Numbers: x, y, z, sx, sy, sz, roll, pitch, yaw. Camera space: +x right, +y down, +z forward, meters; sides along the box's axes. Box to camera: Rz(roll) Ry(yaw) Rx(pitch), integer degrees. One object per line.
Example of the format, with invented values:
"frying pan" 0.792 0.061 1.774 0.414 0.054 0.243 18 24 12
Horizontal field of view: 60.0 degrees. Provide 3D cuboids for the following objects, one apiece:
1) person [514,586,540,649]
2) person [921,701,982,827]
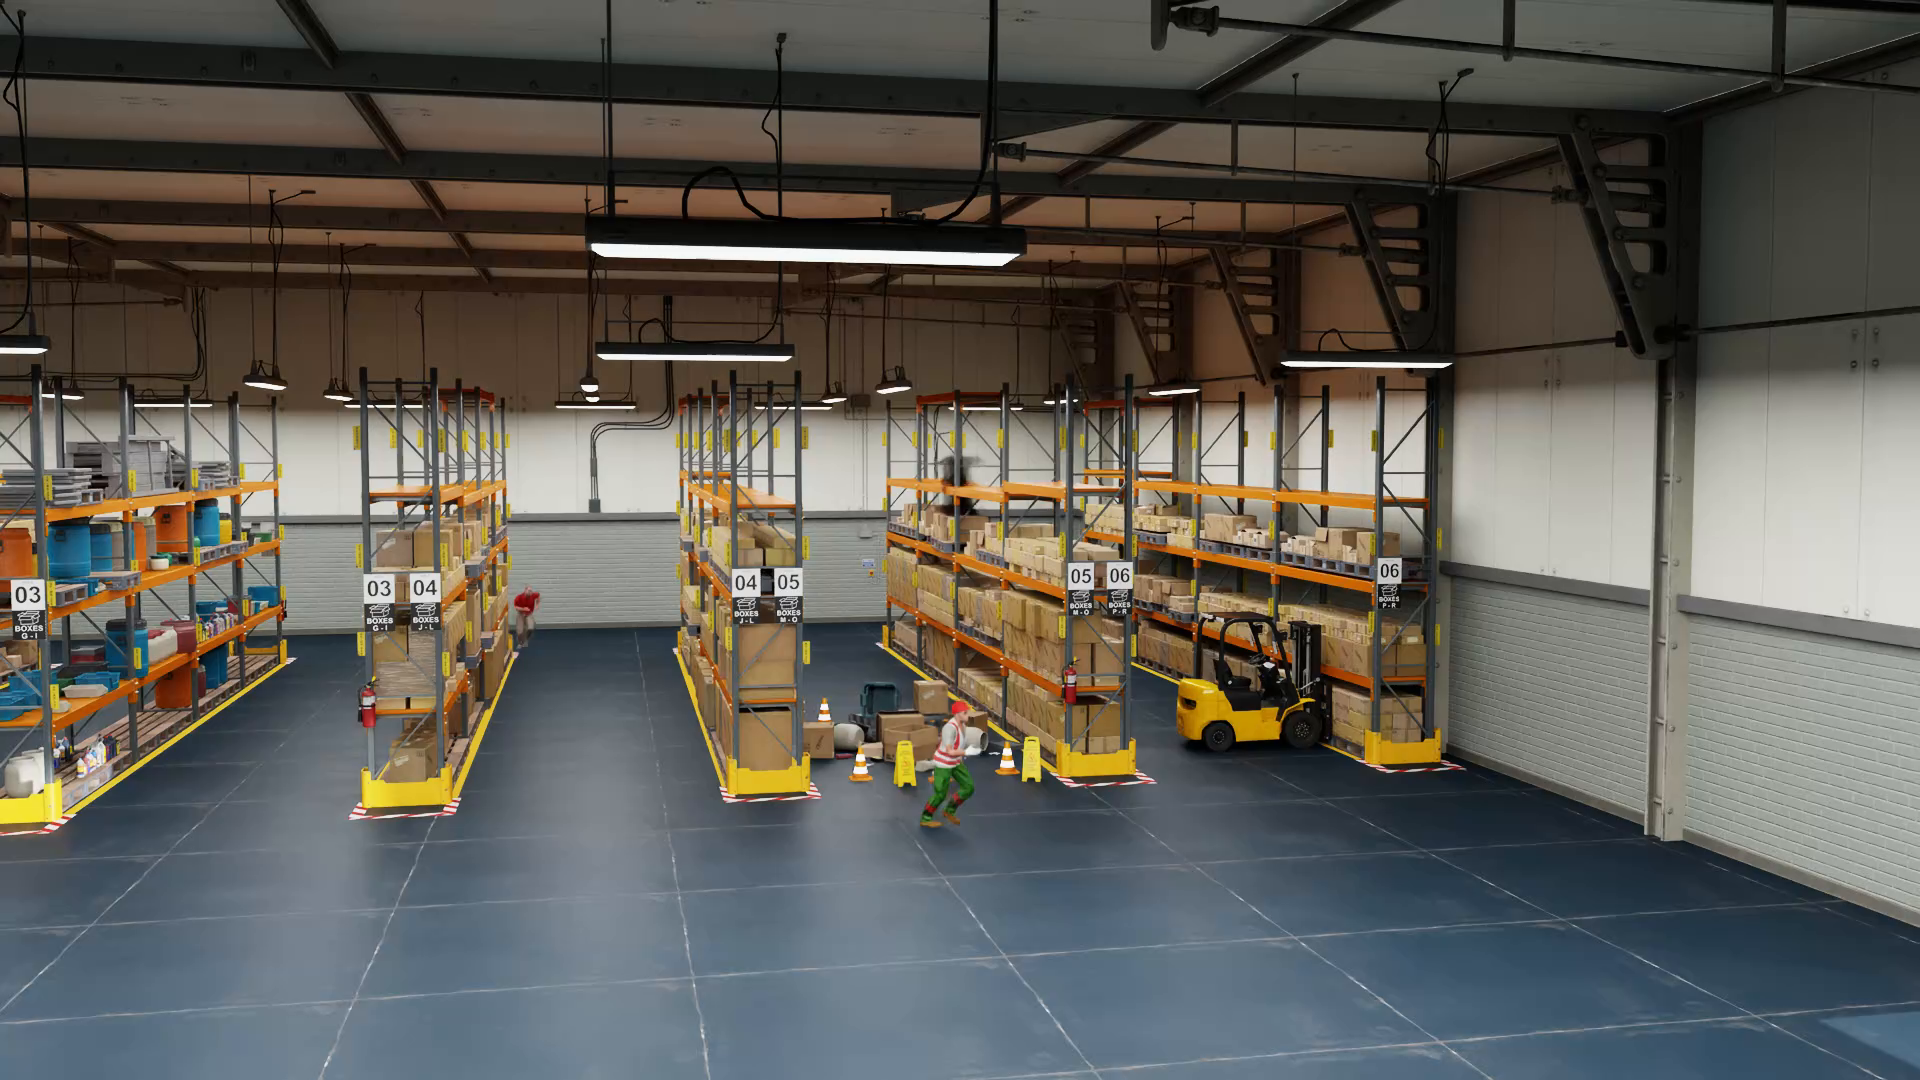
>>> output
"person" -10.356 1.848 39.788 0.696 1.556 0.945 -2 4 -31
"person" -0.088 2.879 21.366 0.905 1.675 0.686 2 4 30
